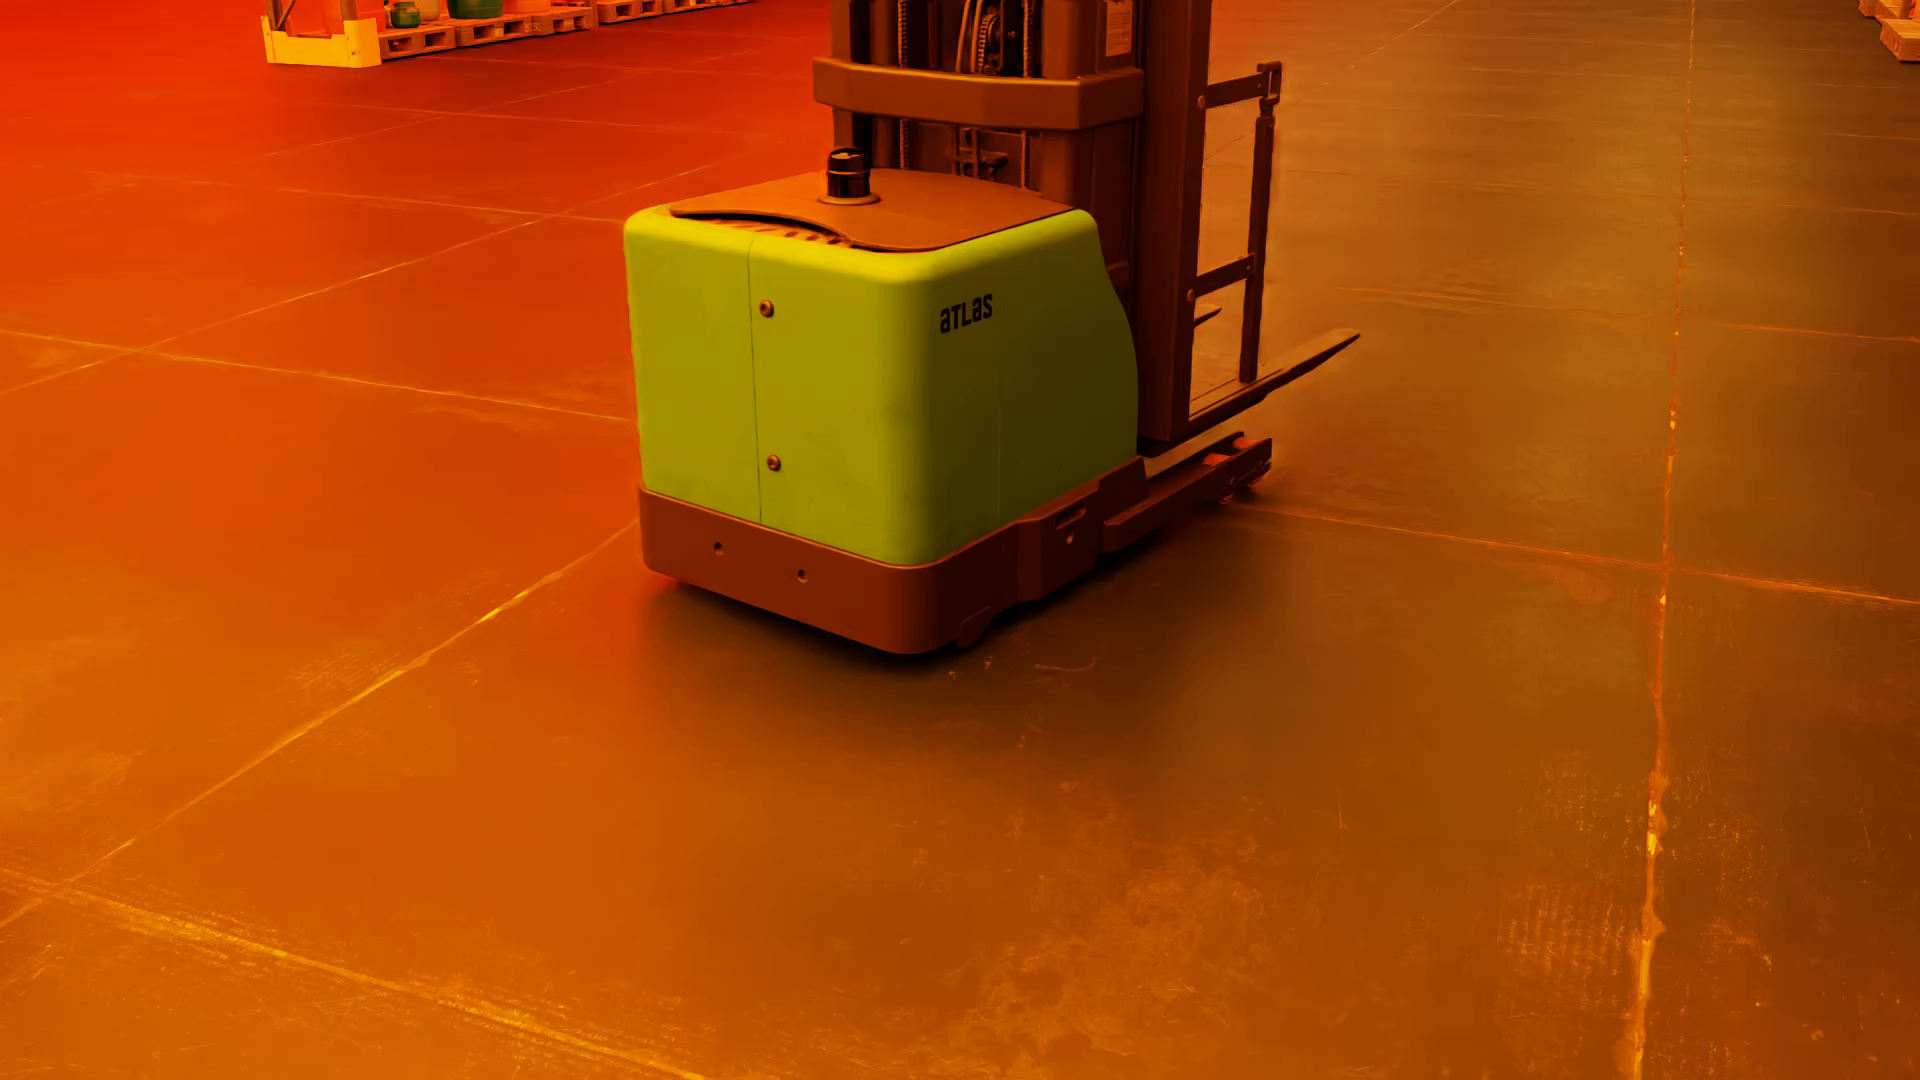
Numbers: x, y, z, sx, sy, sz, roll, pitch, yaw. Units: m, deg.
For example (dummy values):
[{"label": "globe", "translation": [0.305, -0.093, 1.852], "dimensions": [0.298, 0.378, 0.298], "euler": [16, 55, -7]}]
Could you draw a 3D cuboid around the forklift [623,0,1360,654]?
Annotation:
[{"label": "forklift", "translation": [0.379, -1.567, 5.042], "dimensions": [1.130, 2.935, 3.031], "euler": [16, 28, 34]}]
